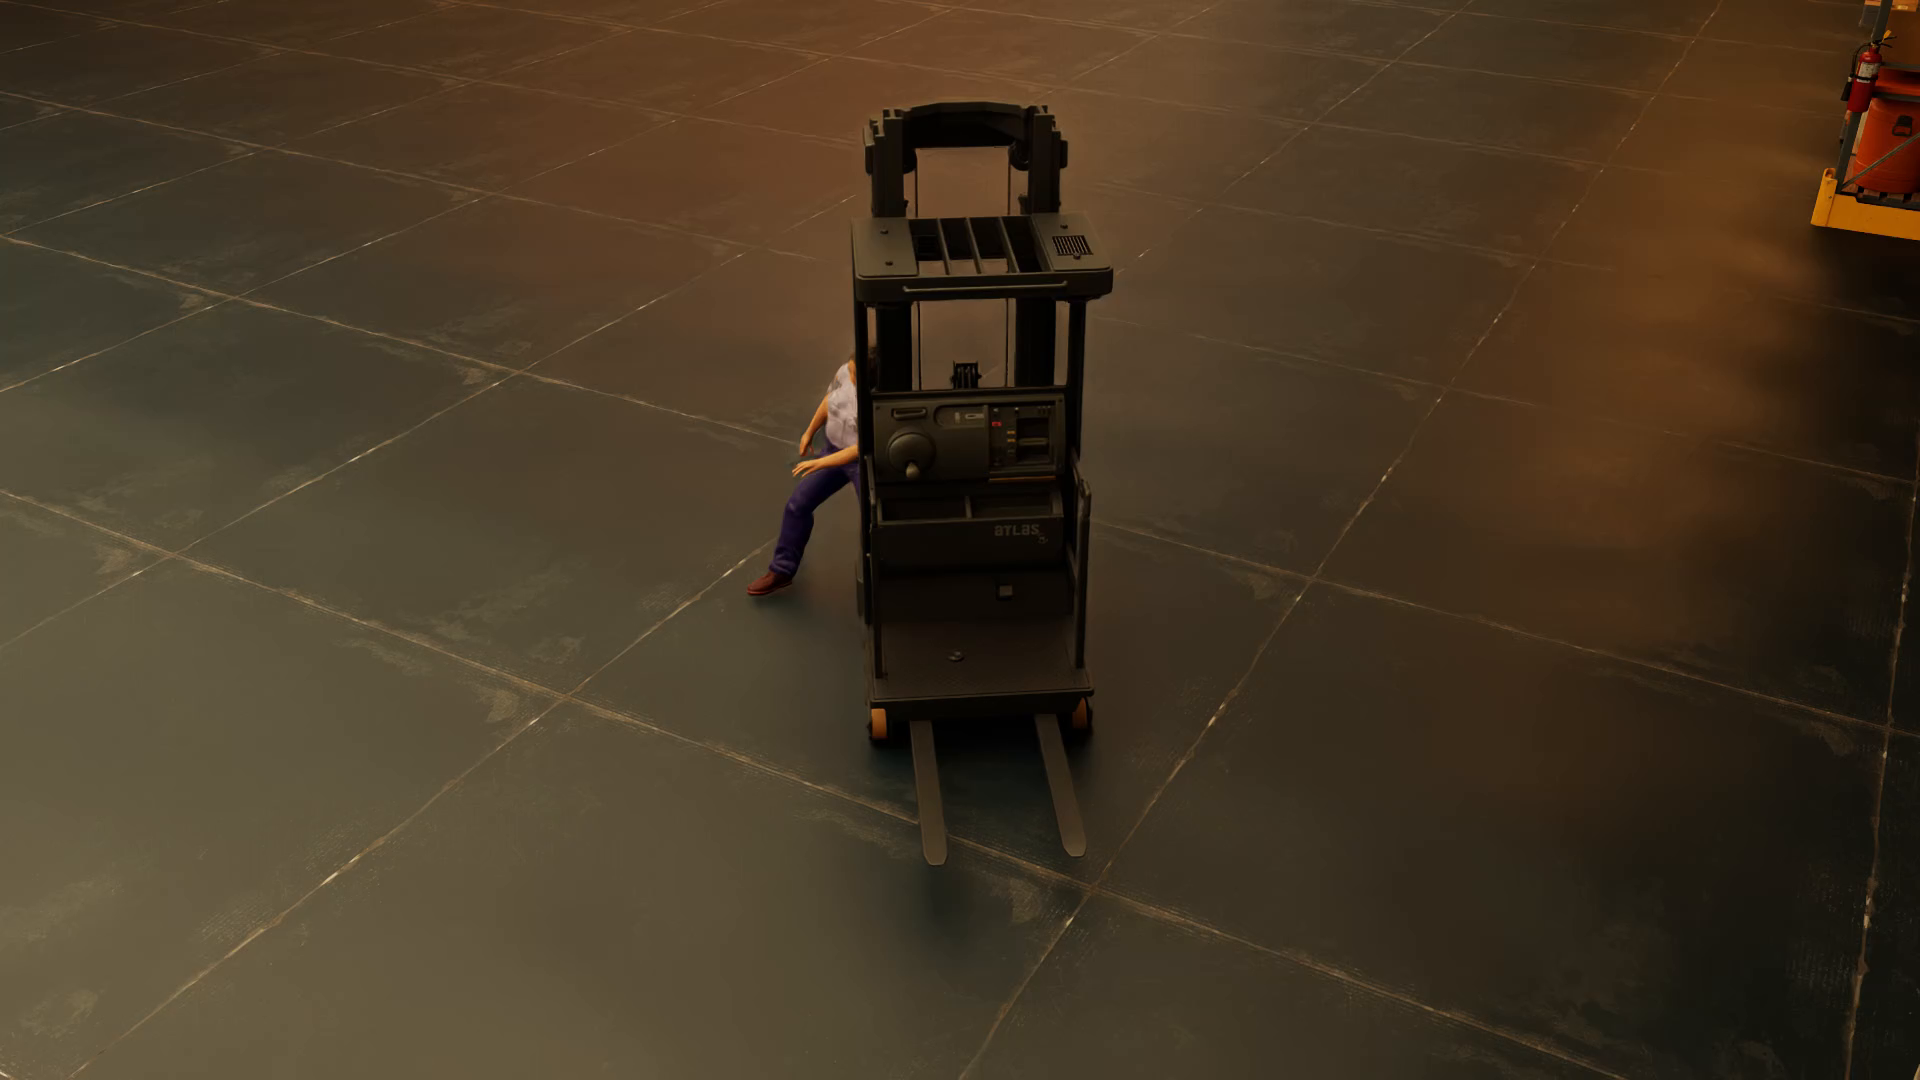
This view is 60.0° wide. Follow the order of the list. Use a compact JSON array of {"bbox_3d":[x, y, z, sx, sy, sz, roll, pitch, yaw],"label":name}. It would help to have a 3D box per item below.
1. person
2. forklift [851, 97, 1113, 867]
[{"bbox_3d":[-0.636,-0.354,9.040,0.868,1.491,0.816,22,37,33],"label":"person"},{"bbox_3d":[0.069,-0.447,7.846,1.130,2.935,3.031,-3,30,-4],"label":"forklift"}]
